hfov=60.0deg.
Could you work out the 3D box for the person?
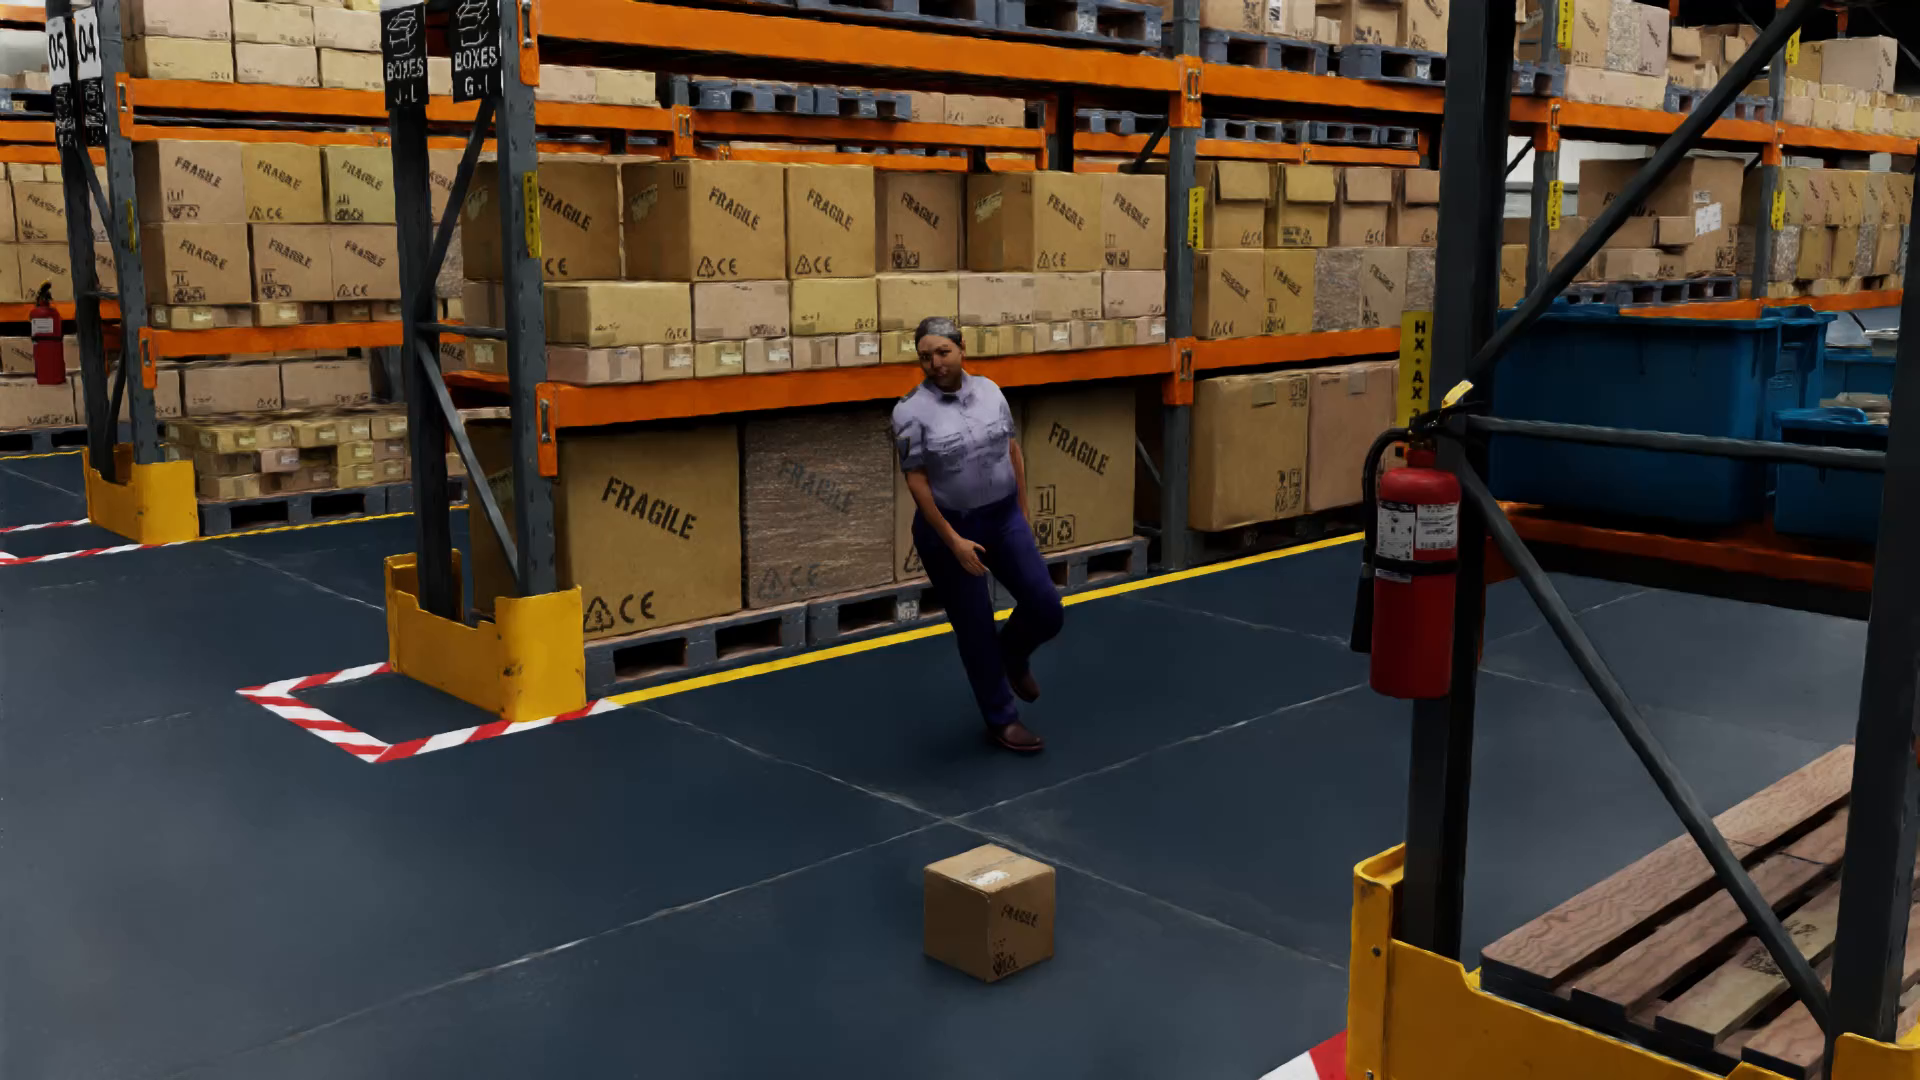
[{"bbox_3d":[0.077,-0.024,6.144,0.690,1.611,0.495,-6,12,-28],"label":"person"}]
